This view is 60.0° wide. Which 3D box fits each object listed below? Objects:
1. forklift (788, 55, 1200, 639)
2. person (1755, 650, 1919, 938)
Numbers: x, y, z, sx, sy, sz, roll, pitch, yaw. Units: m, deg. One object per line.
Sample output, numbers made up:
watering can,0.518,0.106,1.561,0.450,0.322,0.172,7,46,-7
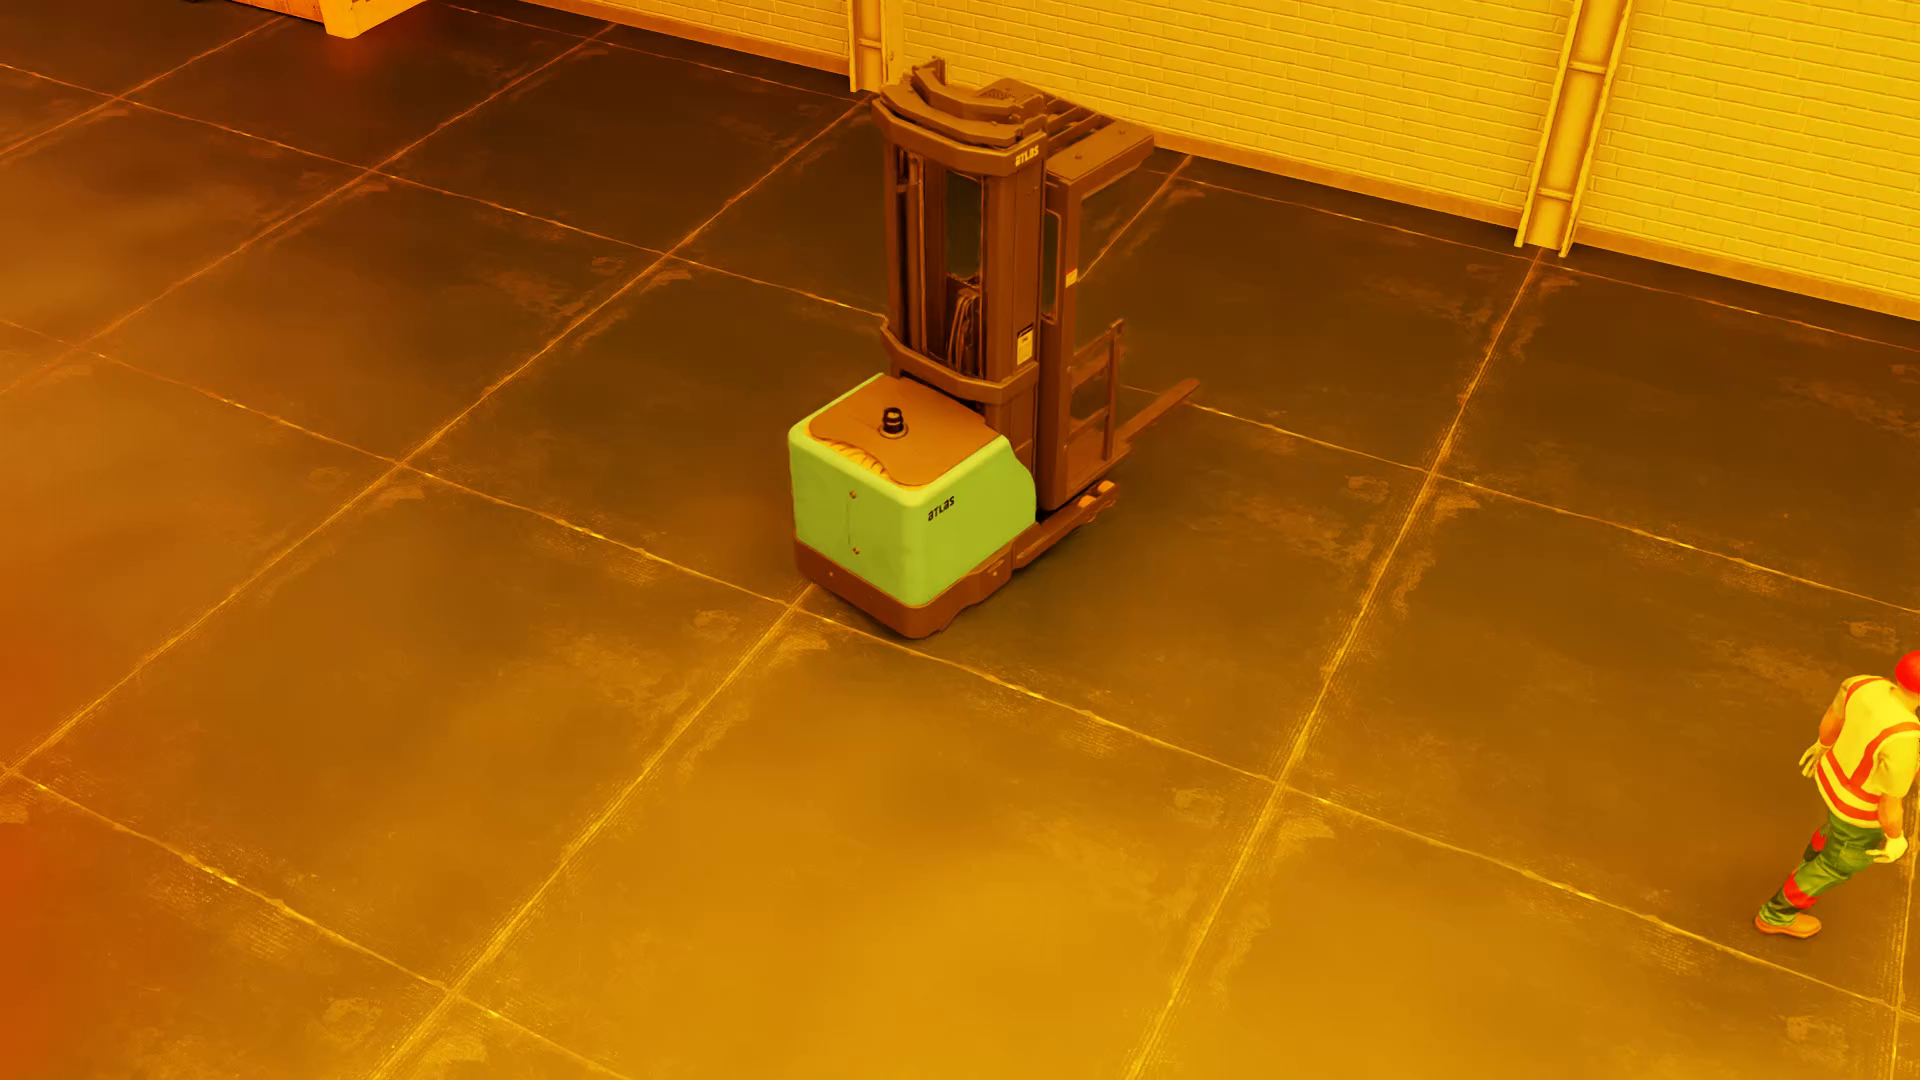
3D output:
forklift,0.364,-1.429,9.683,1.130,2.935,3.031,30,48,30
person,4.111,1.173,7.547,0.537,1.826,0.640,1,40,1
